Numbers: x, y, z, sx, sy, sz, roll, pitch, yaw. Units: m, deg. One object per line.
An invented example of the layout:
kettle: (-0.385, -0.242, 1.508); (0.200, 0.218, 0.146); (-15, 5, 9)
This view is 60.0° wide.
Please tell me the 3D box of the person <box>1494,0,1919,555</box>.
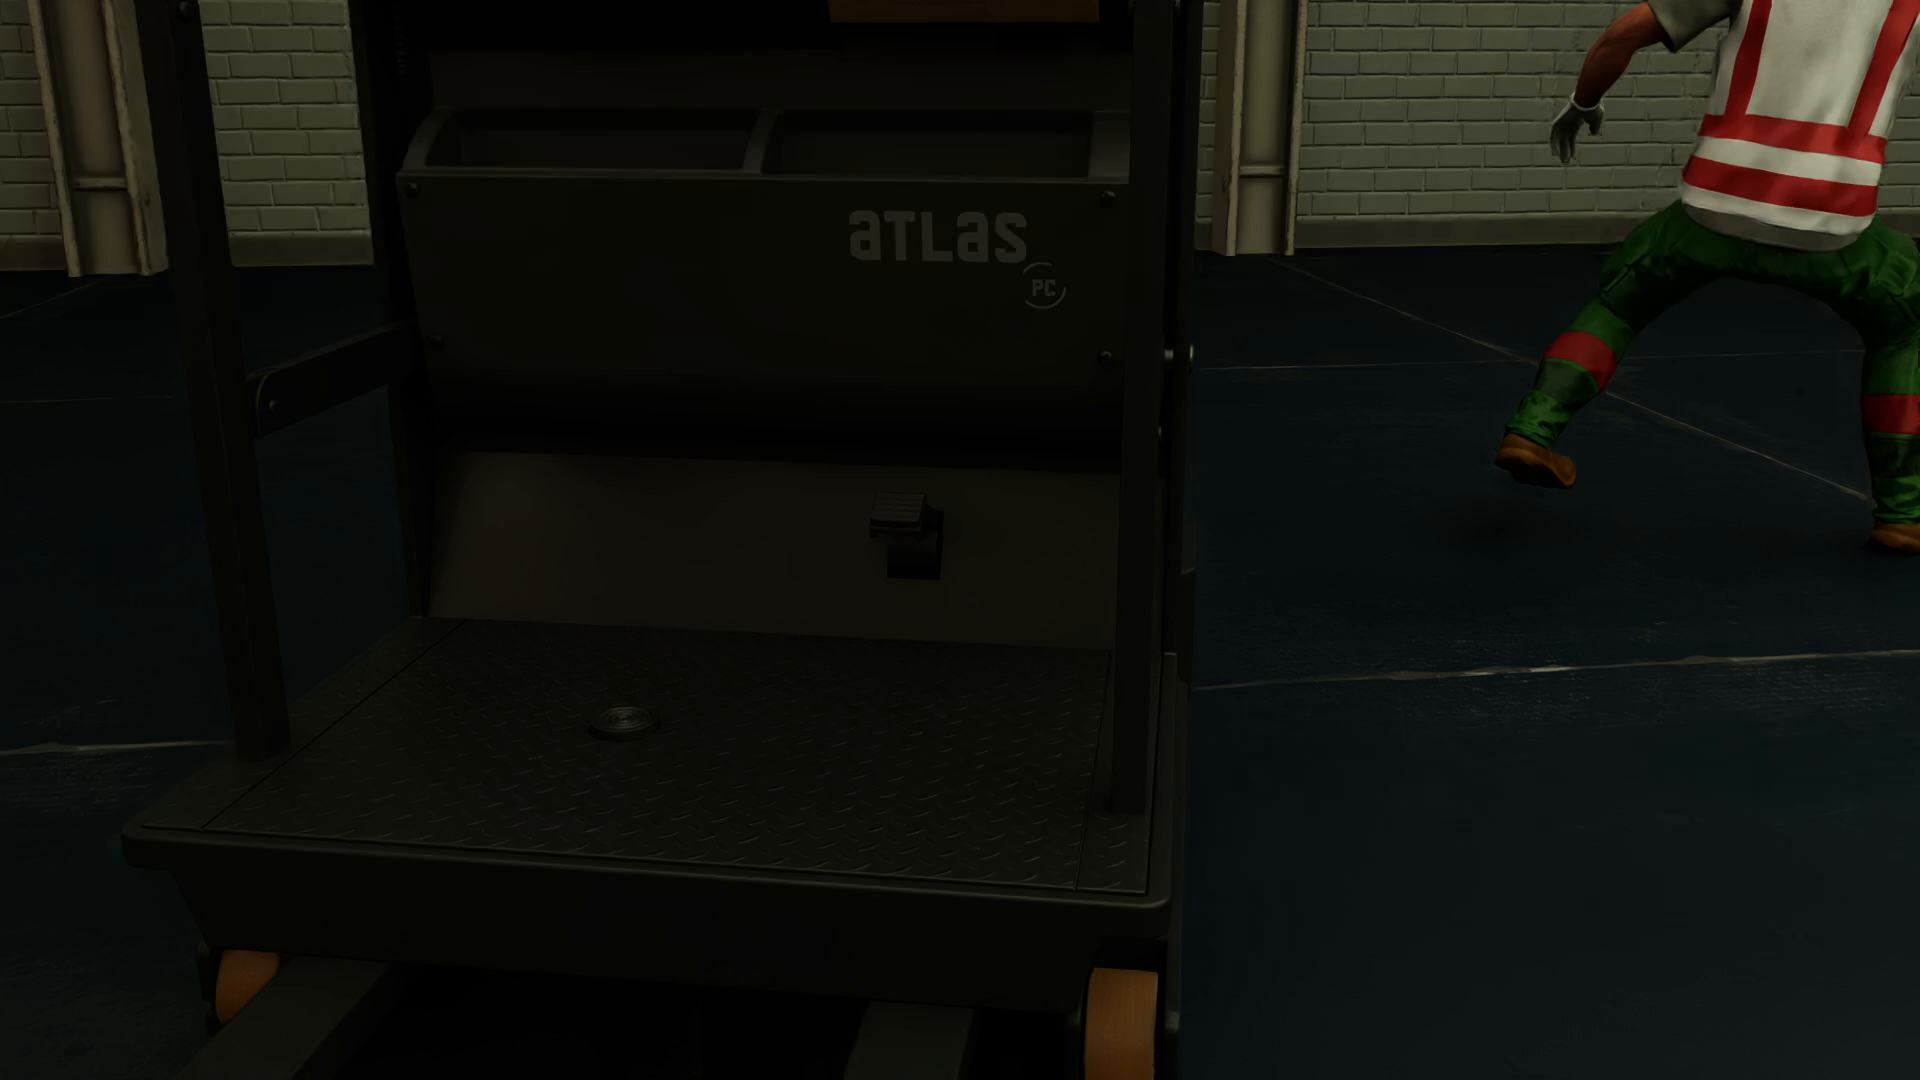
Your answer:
person: (1.917, -0.739, 3.734); (1.205, 1.674, 0.527); (9, 19, 26)

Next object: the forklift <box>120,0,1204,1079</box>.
forklift: (-0.273, -0.871, 1.777); (1.130, 2.935, 3.031); (2, 17, 8)
